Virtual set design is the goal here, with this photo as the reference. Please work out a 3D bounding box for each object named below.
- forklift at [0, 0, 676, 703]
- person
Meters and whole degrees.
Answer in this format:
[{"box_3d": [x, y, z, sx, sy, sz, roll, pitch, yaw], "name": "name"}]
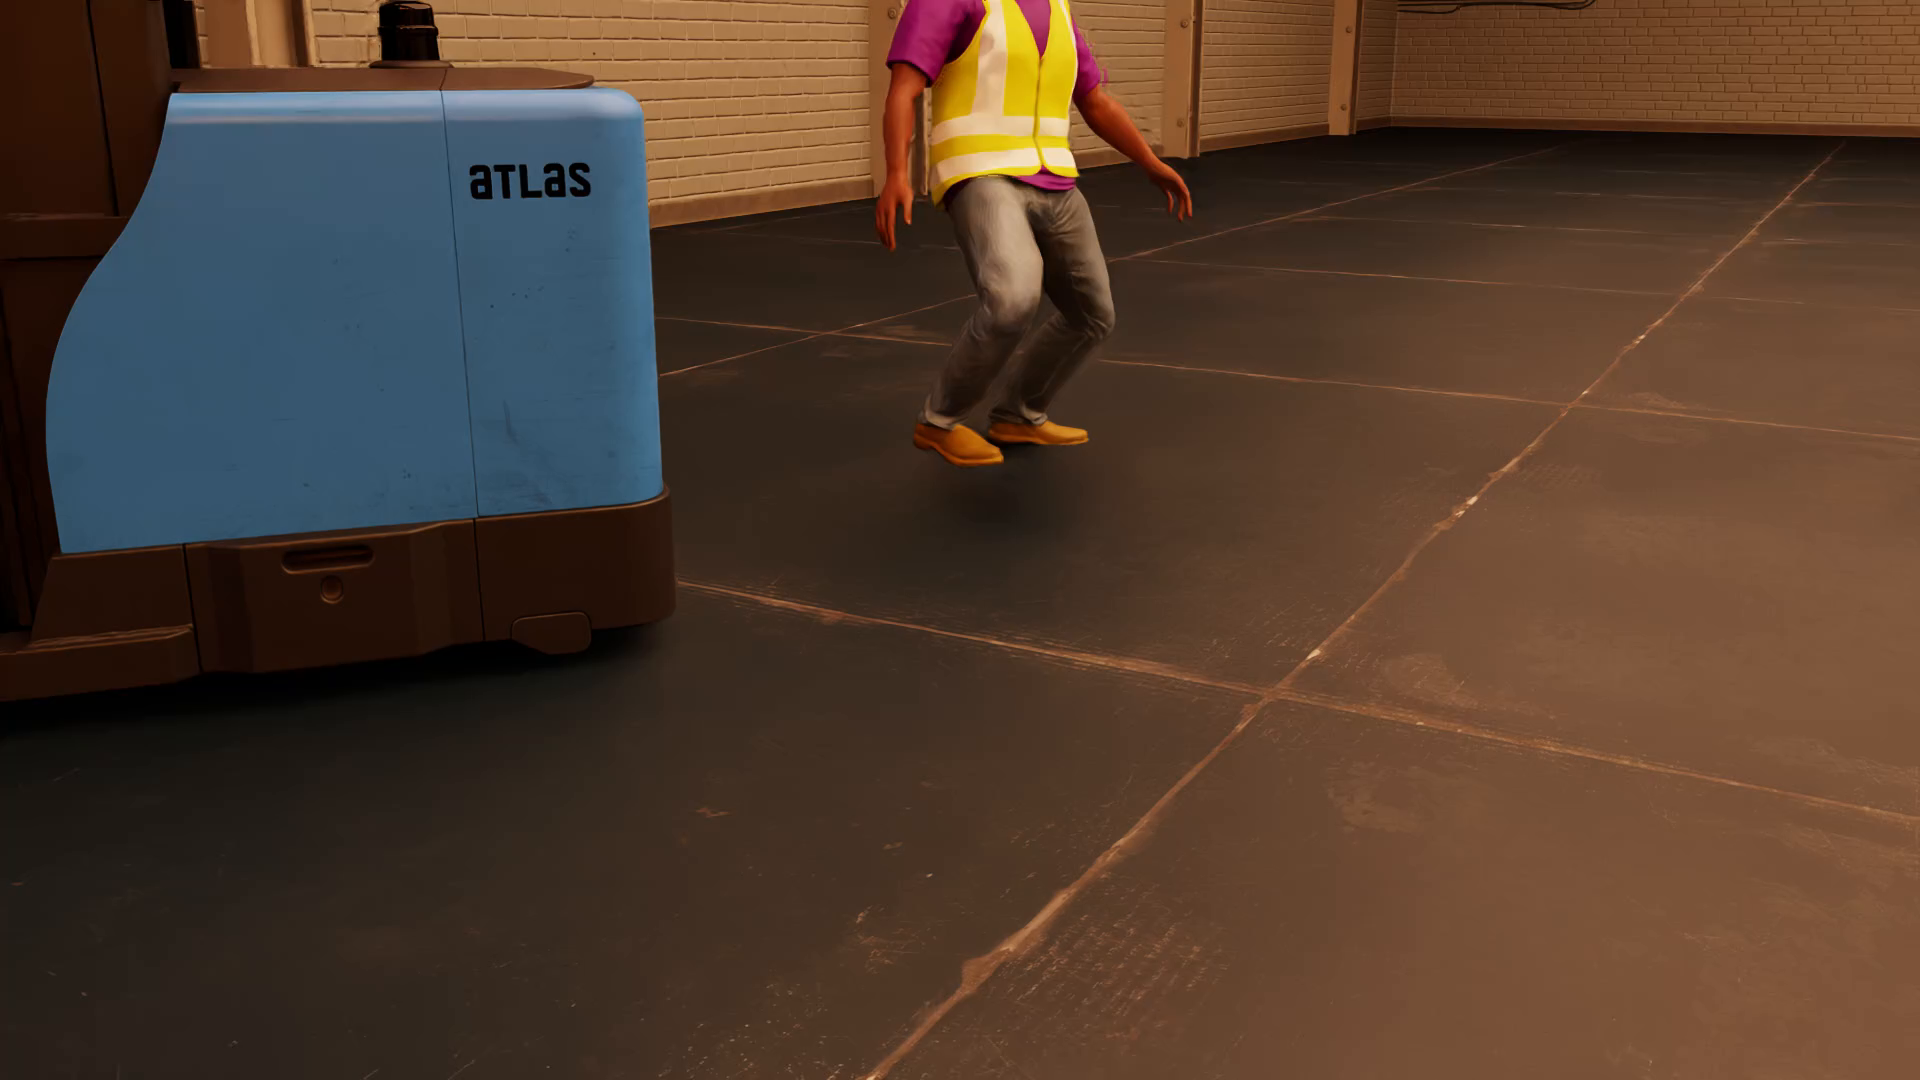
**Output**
[{"box_3d": [-2.141, -1.175, 2.842, 3.031, 2.935, 1.130, -6, 17, -19], "name": "forklift"}, {"box_3d": [0.171, -0.980, 4.506, 1.004, 1.647, 0.642, -15, 22, -41], "name": "person"}]
